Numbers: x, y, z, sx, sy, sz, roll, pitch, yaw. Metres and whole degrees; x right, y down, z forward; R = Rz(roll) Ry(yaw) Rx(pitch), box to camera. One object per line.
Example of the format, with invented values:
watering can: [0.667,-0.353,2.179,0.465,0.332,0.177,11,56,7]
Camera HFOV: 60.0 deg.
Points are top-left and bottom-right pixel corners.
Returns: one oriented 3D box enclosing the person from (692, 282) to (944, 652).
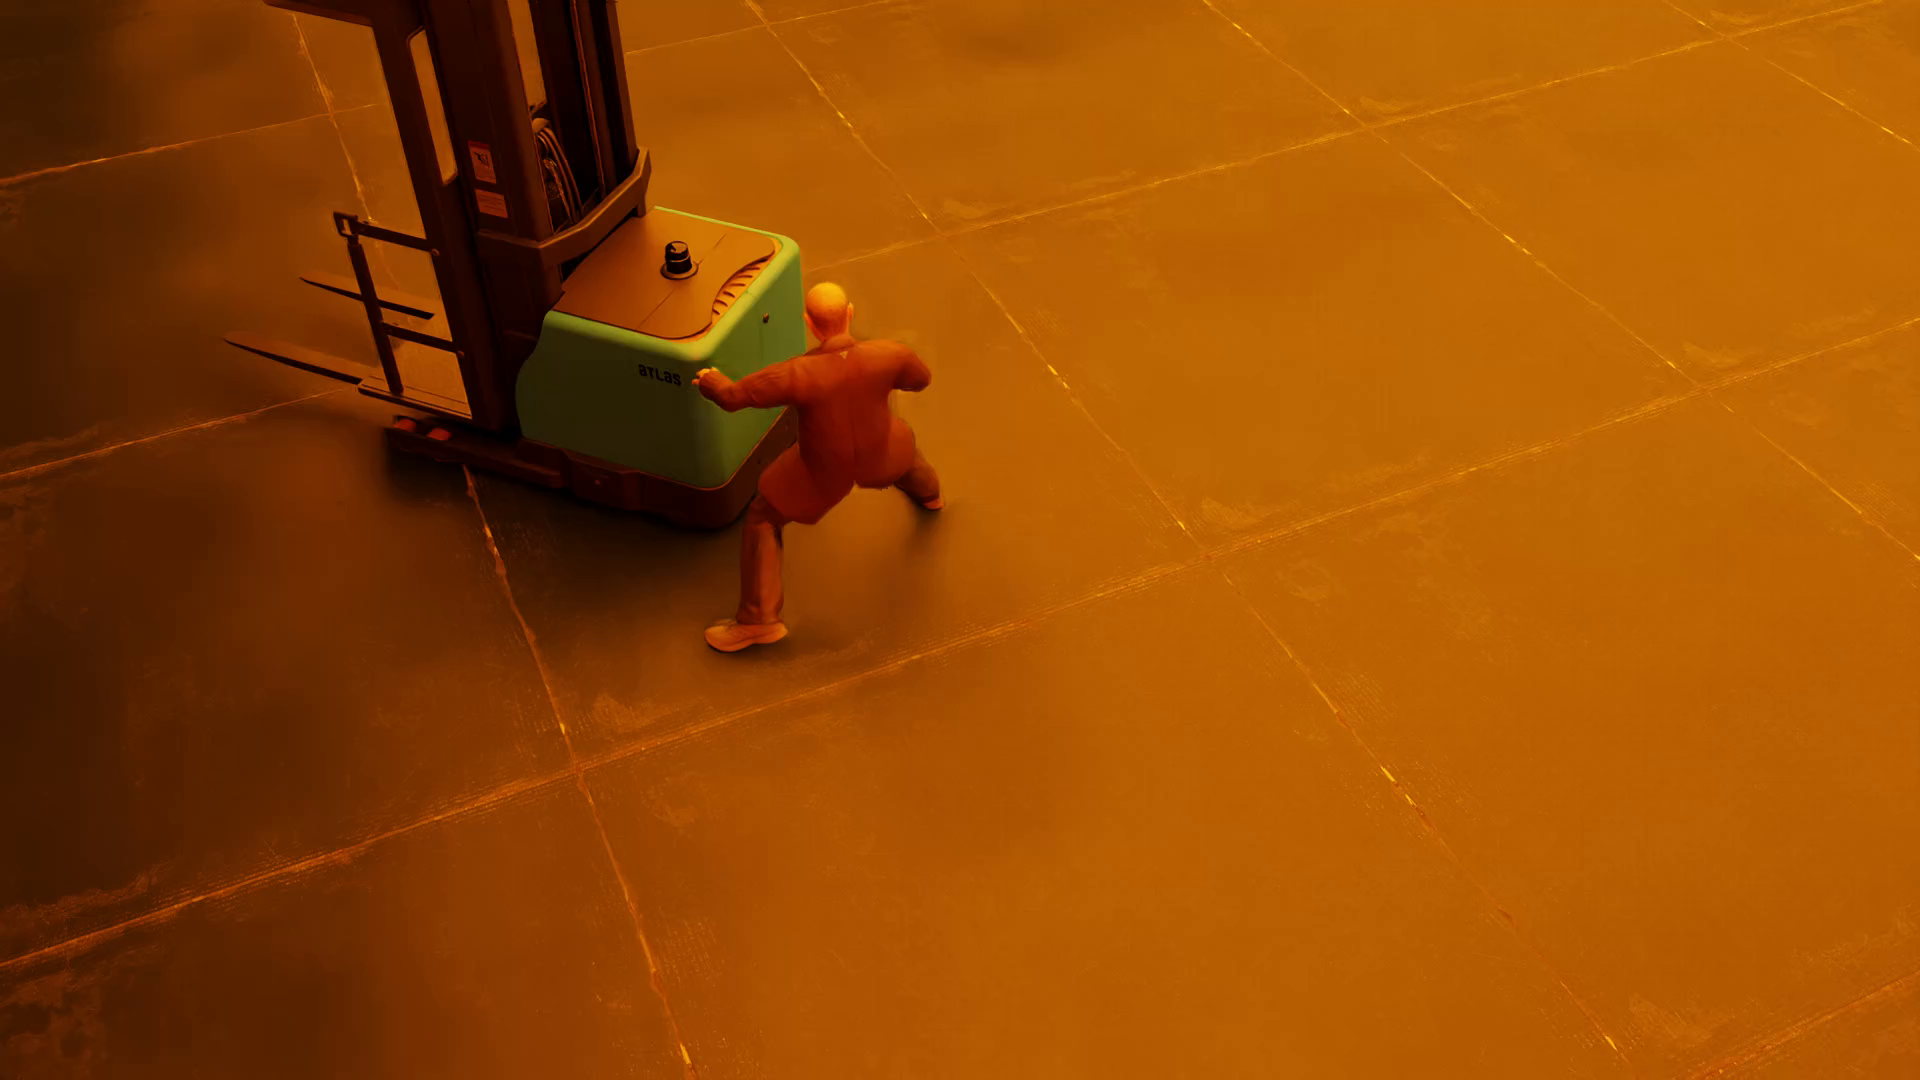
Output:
person: [-0.621,-0.469,7.190,1.302,1.565,0.997,-15,45,-15]

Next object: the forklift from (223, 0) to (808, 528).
forklift: [-2.301,-1.775,7.582,3.031,2.935,1.130,16,45,16]
